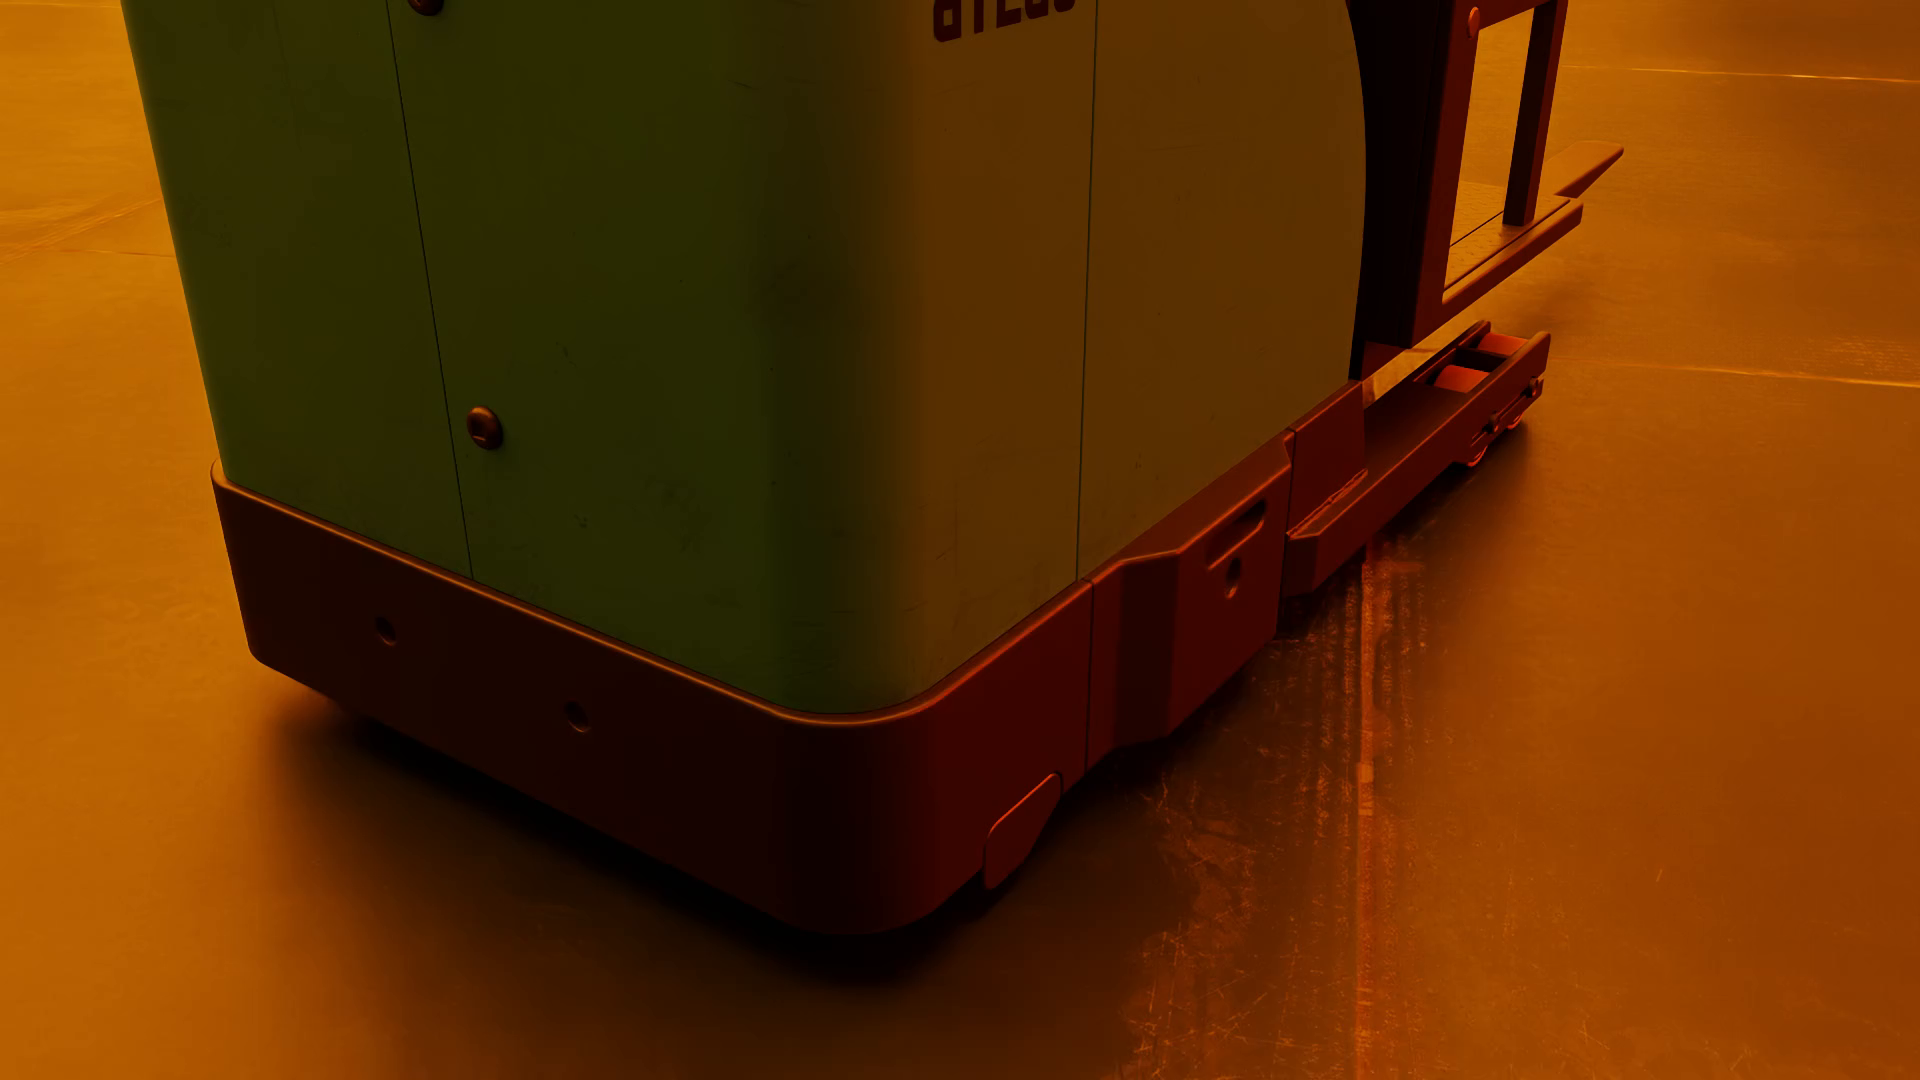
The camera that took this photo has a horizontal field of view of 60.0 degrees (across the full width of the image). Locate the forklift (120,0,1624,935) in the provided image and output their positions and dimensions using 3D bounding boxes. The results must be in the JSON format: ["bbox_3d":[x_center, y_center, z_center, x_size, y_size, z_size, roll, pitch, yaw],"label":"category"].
[{"bbox_3d":[0.362,-1.540,2.299,1.130,2.935,3.031,18,32,31],"label":"forklift"}]
